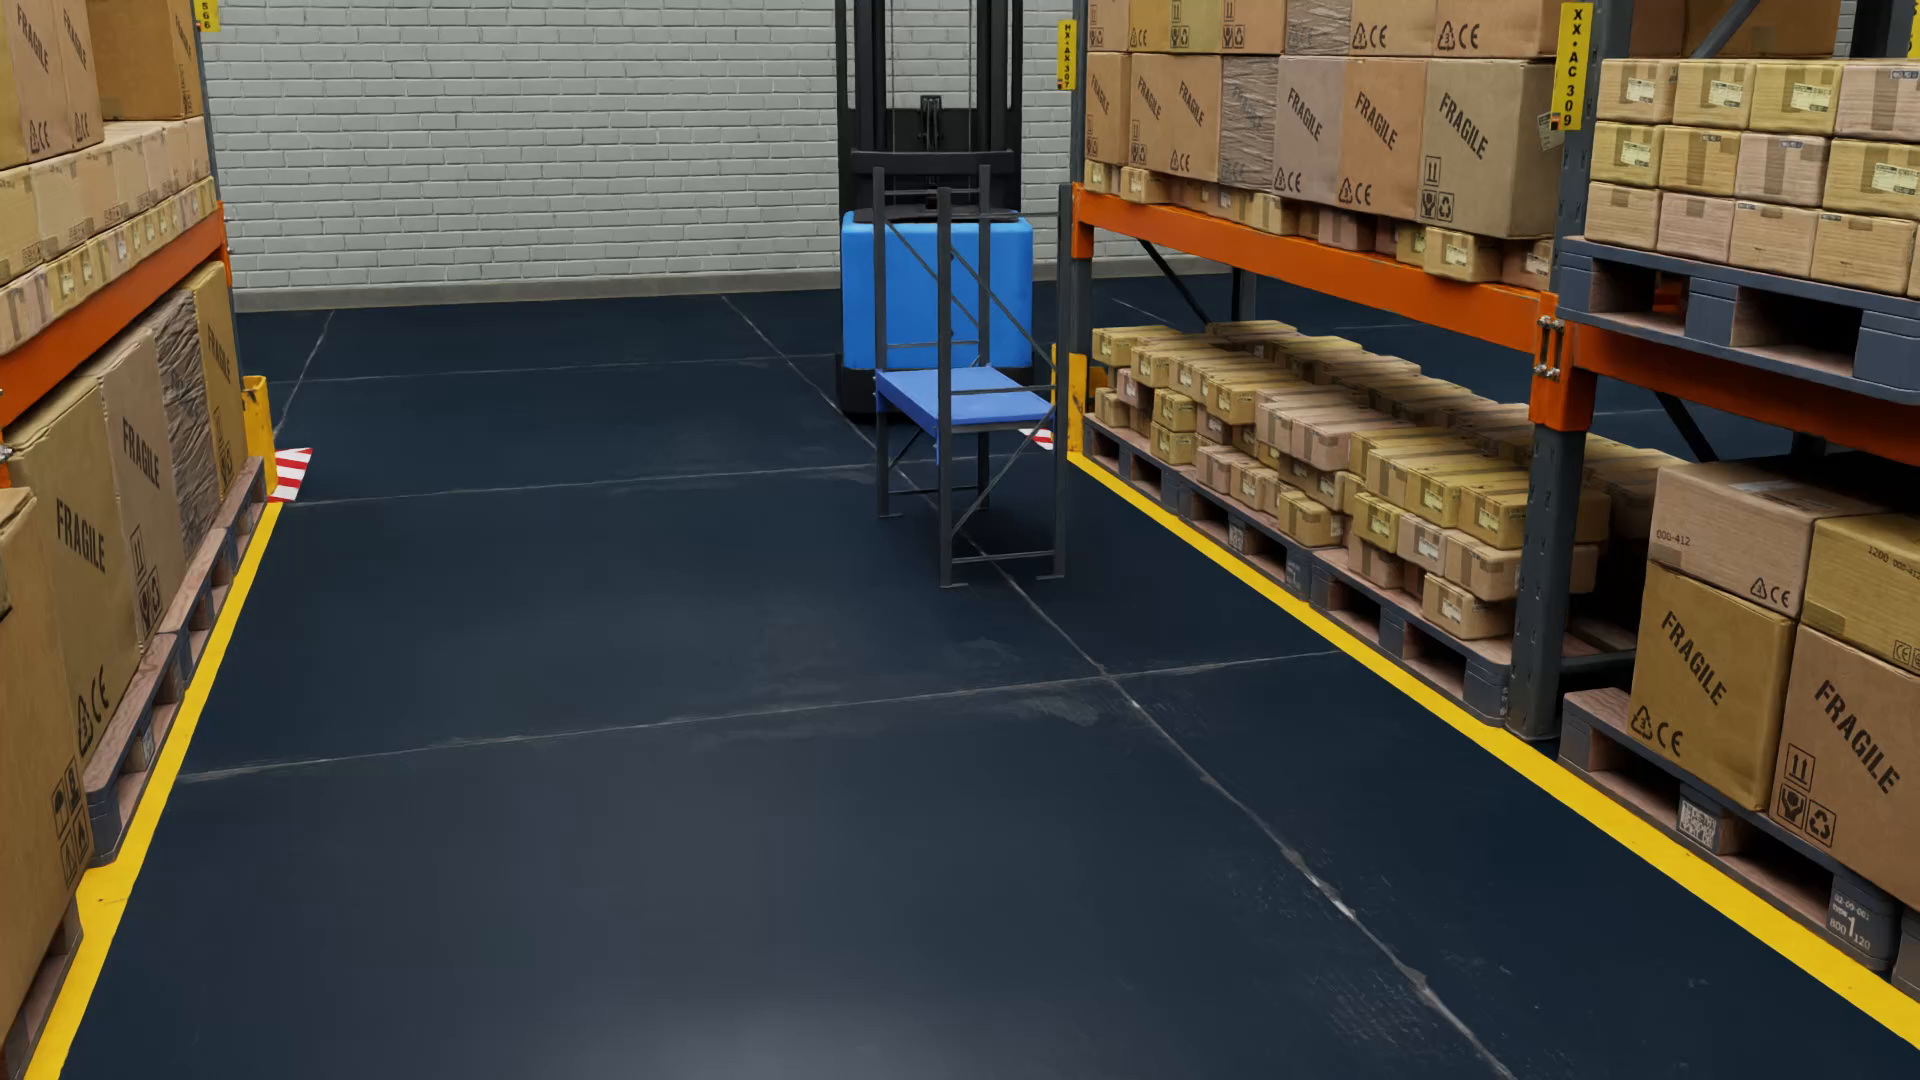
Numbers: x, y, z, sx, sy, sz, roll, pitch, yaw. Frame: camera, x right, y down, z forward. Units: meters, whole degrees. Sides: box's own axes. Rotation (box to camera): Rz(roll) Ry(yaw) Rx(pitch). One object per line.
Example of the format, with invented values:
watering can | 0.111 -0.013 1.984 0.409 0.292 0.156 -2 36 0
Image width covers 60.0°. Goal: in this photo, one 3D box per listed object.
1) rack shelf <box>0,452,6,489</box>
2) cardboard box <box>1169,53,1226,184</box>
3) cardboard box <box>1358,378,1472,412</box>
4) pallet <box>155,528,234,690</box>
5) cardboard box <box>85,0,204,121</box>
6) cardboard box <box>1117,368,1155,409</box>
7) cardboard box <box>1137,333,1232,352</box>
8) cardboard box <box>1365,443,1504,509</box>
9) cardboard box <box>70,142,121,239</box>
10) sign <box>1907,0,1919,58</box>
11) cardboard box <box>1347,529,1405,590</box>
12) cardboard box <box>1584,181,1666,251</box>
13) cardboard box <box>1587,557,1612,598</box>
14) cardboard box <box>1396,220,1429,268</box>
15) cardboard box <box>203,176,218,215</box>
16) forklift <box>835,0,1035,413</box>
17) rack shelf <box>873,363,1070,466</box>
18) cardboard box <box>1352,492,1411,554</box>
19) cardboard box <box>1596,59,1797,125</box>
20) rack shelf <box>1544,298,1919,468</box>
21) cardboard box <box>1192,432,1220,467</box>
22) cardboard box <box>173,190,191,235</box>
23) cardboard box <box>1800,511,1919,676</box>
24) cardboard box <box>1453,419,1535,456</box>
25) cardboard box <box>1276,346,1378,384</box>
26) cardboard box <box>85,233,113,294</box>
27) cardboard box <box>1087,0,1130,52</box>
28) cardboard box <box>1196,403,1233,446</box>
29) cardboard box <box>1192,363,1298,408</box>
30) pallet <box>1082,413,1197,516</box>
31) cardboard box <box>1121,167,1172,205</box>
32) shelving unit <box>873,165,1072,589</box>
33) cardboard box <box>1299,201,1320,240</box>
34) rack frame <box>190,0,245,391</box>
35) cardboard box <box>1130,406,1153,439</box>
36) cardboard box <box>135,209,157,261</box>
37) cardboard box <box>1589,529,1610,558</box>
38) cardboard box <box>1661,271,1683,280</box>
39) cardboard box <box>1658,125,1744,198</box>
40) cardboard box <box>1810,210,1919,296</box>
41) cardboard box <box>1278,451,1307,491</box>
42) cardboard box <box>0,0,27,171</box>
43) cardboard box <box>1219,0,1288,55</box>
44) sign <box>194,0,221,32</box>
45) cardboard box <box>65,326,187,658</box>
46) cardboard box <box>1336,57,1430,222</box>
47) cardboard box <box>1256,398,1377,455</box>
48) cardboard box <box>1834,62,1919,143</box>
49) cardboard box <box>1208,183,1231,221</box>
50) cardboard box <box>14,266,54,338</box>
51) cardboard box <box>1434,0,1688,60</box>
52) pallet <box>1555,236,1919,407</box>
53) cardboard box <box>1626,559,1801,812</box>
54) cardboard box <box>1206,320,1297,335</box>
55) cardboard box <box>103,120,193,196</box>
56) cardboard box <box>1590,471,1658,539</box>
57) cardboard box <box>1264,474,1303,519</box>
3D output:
rack shelf | -2.102 0.376 1.737 1.077 0.370 4.000 -5 17 -15
cardboard box | 1.198 -1.754 6.888 0.500 0.500 0.500 -4 17 -15
cardboard box | 1.845 -0.553 6.770 0.380 0.149 0.250 -5 17 -15
pallet | -3.124 0.259 5.723 1.003 0.211 1.213 -5 17 -15
cardboard box | -3.364 -1.944 6.650 0.500 0.500 0.500 -4 17 -15
cardboard box | 0.964 -0.725 7.861 0.380 0.149 0.250 -5 17 -16
cardboard box | 1.055 -0.875 7.841 0.380 0.149 0.250 -4 17 -14
cardboard box | 1.614 -0.220 5.663 0.380 0.149 0.250 -5 17 -16
cardboard box | -2.808 -1.024 4.891 0.500 0.250 0.500 -4 17 -14
sign | 2.678 -1.486 4.671 0.100 0.325 0.005 -5 17 -15
cardboard box | 1.584 0.050 5.797 0.380 0.149 0.250 -5 18 -17
cardboard box | 1.811 -0.822 4.180 0.380 0.149 0.250 -6 18 -18
cardboard box | 2.281 0.078 5.703 0.380 0.149 0.250 -4 17 -14
cardboard box | 1.650 -0.968 5.396 0.380 0.149 0.250 -4 17 -13
cardboard box | -3.336 -1.436 6.954 0.380 0.149 0.250 -4 17 -14
forklift | -0.193 -2.463 10.056 1.130 2.935 3.031 -1 17 -3
rack shelf | 0.023 -0.522 6.709 0.538 0.185 1.000 -5 17 -15
cardboard box | 1.576 -0.073 5.689 0.380 0.149 0.250 -5 18 -17
cardboard box | 1.811 -1.107 4.094 0.380 0.149 0.250 -4 17 -12
rack shelf | 2.695 0.012 2.950 1.077 0.370 4.000 -5 17 -15
cardboard box | 1.234 -0.382 7.234 0.380 0.149 0.250 -5 17 -15
cardboard box | -3.127 -1.225 6.252 0.380 0.149 0.250 -4 17 -14
cardboard box | 2.243 0.123 3.640 0.500 0.250 0.500 -4 17 -14
cardboard box | 2.021 -0.336 6.047 0.380 0.149 0.250 -5 17 -17
cardboard box | 1.652 -0.775 7.508 0.380 0.149 0.250 -5 18 -17
cardboard box | -2.703 -0.799 4.833 0.380 0.149 0.250 -5 17 -16
cardboard box | 0.914 -2.517 7.687 0.500 0.500 0.500 -5 17 -16
cardboard box | 1.247 -0.519 7.175 0.380 0.149 0.250 -6 18 -18
cardboard box | 1.216 -0.655 7.111 0.380 0.149 0.250 -4 17 -13
pallet | 1.256 -0.409 7.945 1.003 0.211 1.213 -5 17 -15
cardboard box | 0.952 -1.611 7.538 0.380 0.149 0.250 -5 17 -17
shelving unit | 0.023 -0.695 6.658 0.538 1.500 1.048 -5 17 -15
cardboard box | 1.481 -1.188 6.131 0.380 0.149 0.250 -5 17 -16
rack frame | -3.751 -1.628 7.159 1.000 3.000 0.127 -5 17 -15
cardboard box | 1.033 -0.592 7.935 0.380 0.149 0.250 -5 17 -15
cardboard box | -2.916 -1.013 5.546 0.380 0.149 0.250 -4 17 -14
cardboard box | 2.197 -0.053 5.622 0.380 0.149 0.250 -5 17 -15
cardboard box | 2.382 -0.870 5.071 0.380 0.149 0.250 -4 17 -13
cardboard box | 1.884 -0.893 3.899 0.380 0.149 0.250 -5 17 -16
cardboard box | 2.026 -0.606 3.464 0.380 0.149 0.250 -5 17 -15
cardboard box | 1.458 -0.295 6.428 0.380 0.149 0.250 -6 18 -18
cardboard box | -2.537 -1.104 3.855 0.500 0.500 0.500 -5 17 -15
cardboard box | 1.324 -2.091 6.271 0.500 0.500 0.500 -5 18 -17
sign | -3.225 -2.335 7.088 0.100 0.325 0.005 -5 17 -15
cardboard box | -3.003 -0.143 5.178 0.875 0.875 0.875 -5 17 -15
cardboard box | 1.599 -1.332 5.480 0.500 0.500 0.500 -5 17 -17
cardboard box | 1.368 -0.440 6.393 0.380 0.149 0.250 -5 18 -17
cardboard box | 2.028 -0.890 3.372 0.380 0.149 0.250 -5 17 -16
cardboard box | 1.247 -1.403 6.844 0.380 0.149 0.250 -5 17 -16
cardboard box | -2.485 -0.582 4.114 0.380 0.149 0.250 -5 18 -17
cardboard box | 1.756 -1.664 4.849 0.500 0.500 0.500 -5 18 -17
pallet | 2.215 -0.571 3.974 1.003 0.211 1.213 -5 17 -15
cardboard box | 2.093 0.335 4.237 0.500 0.500 0.500 -4 17 -13
cardboard box | 1.435 -0.987 8.215 0.380 0.149 0.250 -4 17 -15
cardboard box | -3.224 -1.446 6.294 0.500 0.250 0.500 -5 17 -16
cardboard box | 2.250 -0.119 5.324 0.380 0.149 0.250 -4 17 -13
cardboard box | 1.418 -0.167 6.520 0.380 0.149 0.250 -4 17 -14
